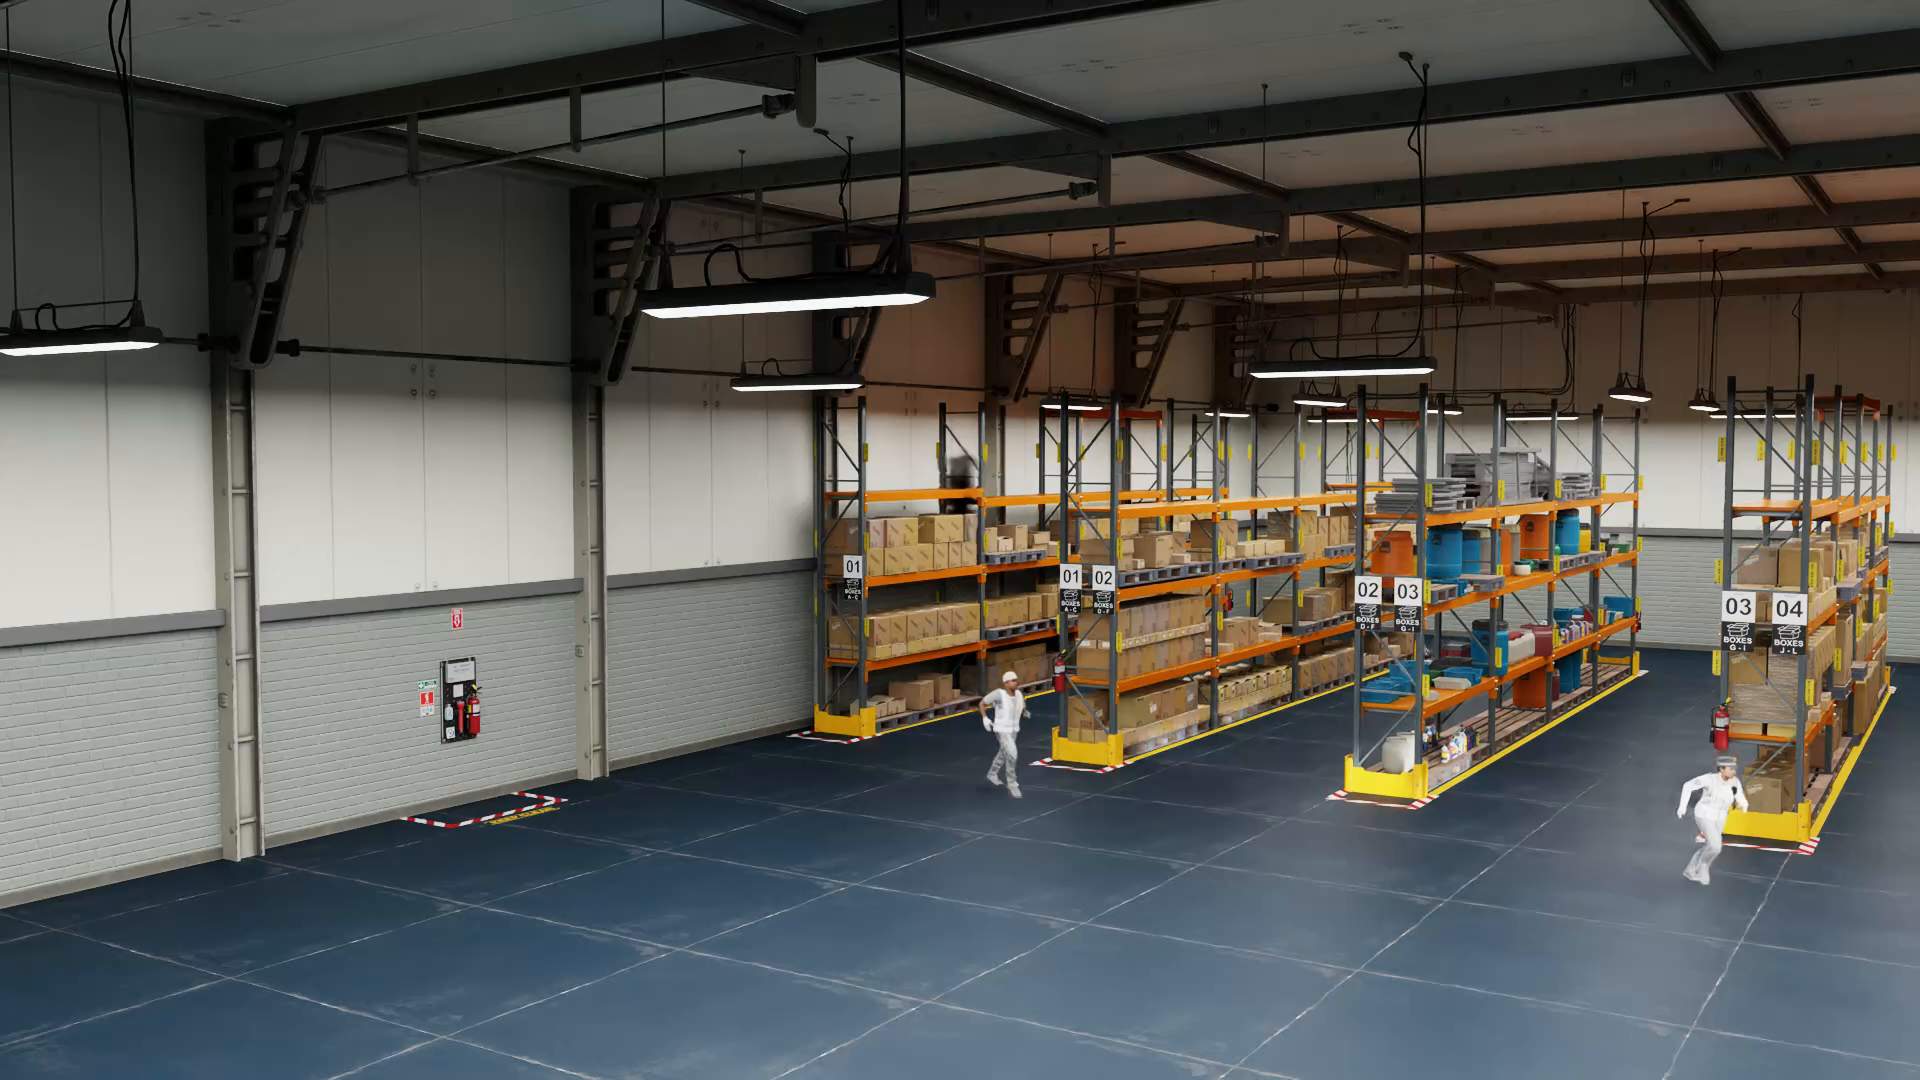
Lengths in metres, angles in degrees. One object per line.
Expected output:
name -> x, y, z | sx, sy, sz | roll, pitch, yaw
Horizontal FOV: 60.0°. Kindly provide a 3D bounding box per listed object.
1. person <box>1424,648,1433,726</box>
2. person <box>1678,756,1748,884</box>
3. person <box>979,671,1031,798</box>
person -> 8.219, 2.677, 29.576 | 0.629, 1.598, 0.764 | 0, 3, 2
person -> 8.671, 3.211, 19.107 | 0.618, 1.544, 0.906 | -1, 3, -14
person -> 0.640, 2.831, 24.391 | 0.726, 1.829, 0.899 | -3, 4, -43
